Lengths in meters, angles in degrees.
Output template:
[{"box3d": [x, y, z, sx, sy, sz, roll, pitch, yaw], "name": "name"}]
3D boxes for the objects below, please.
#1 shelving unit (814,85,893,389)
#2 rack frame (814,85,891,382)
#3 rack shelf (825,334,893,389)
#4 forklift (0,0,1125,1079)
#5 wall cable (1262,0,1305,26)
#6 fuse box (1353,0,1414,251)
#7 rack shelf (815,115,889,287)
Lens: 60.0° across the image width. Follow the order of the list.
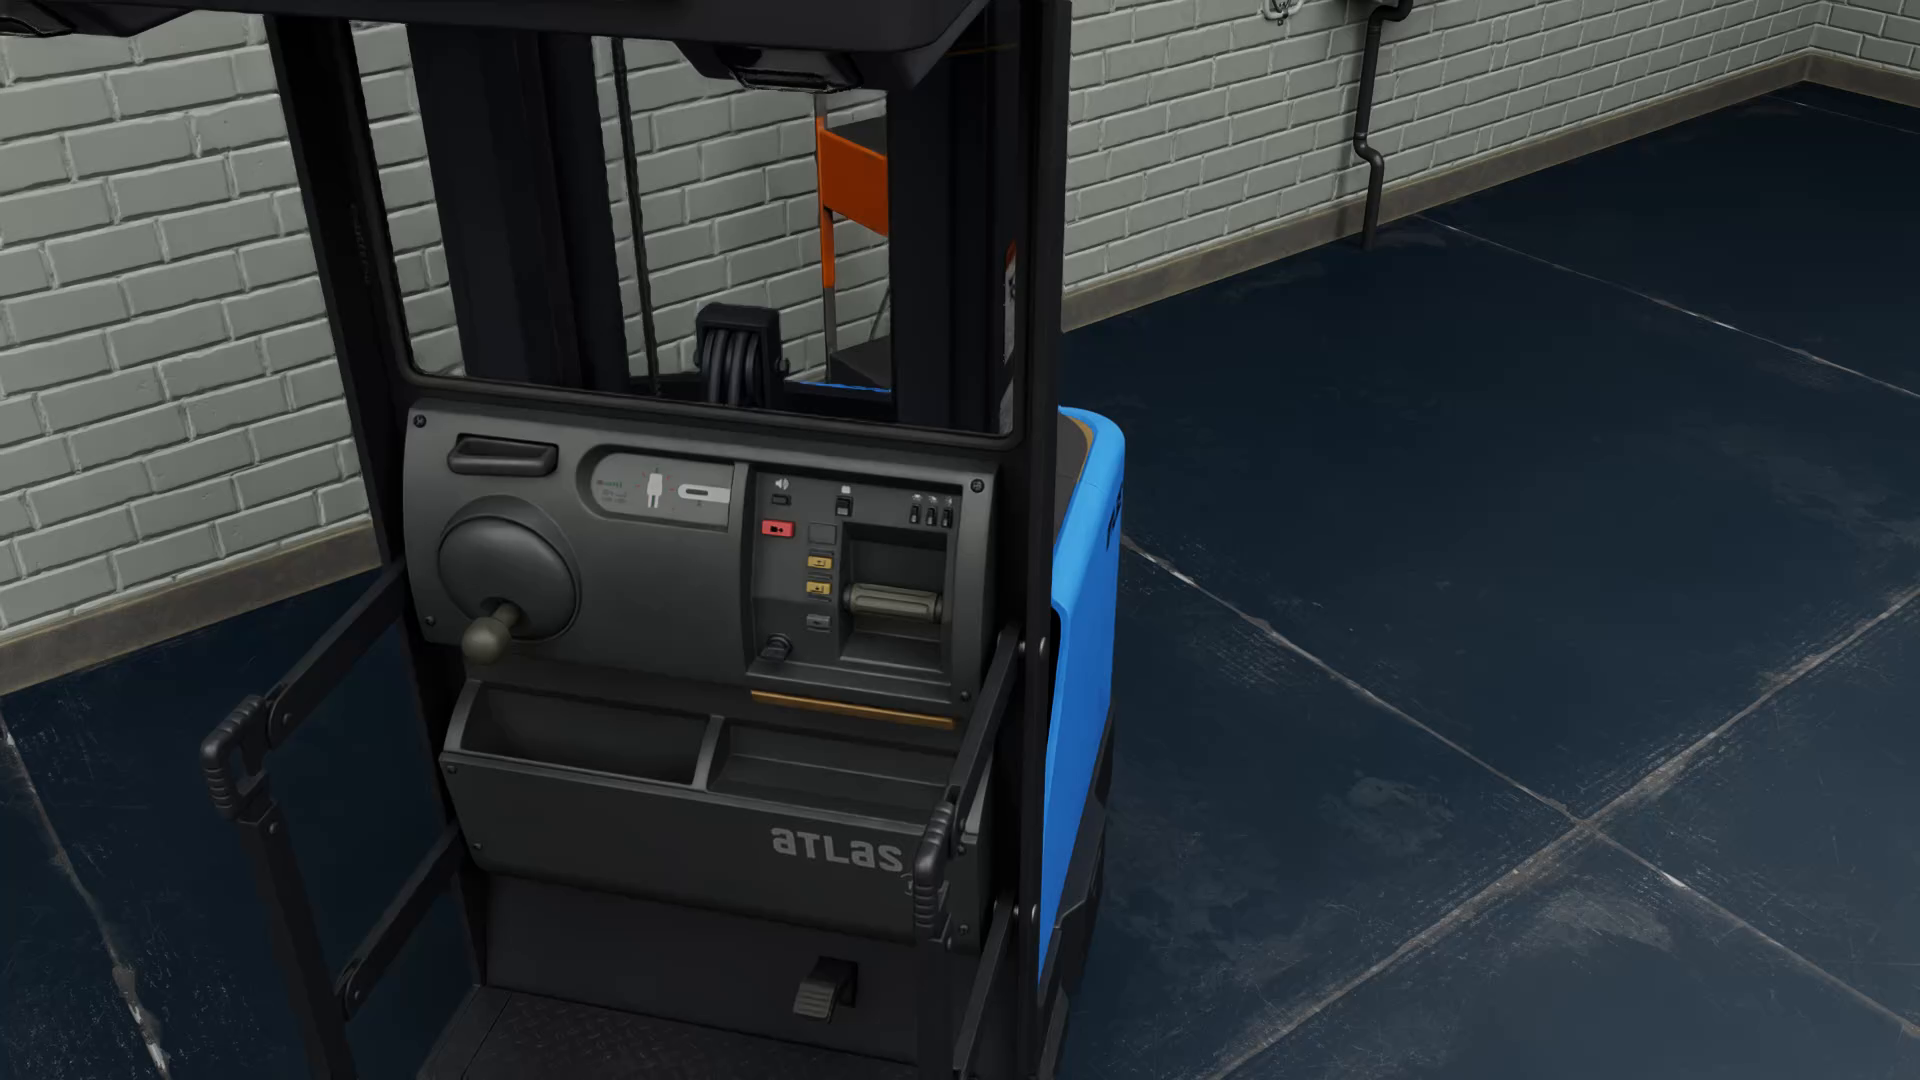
[{"box3d": [-0.101, -0.961, 4.807, 0.431, 2.100, 0.503, -22, 38, -31], "name": "shelving unit"}, {"box3d": [-0.251, -1.063, 4.971, 0.400, 2.100, 0.015, -22, 38, -31], "name": "rack frame"}, {"box3d": [-0.101, -0.355, 5.184, 0.431, 0.518, 0.480, -22, 38, -31], "name": "rack shelf"}, {"box3d": [-0.456, 0.081, 2.342, 1.130, 2.935, 3.031, 7, 33, 11], "name": "forklift"}, {"box3d": [1.191, -2.828, 5.998, 0.588, 1.984, 0.122, -22, 38, -31], "name": "wall cable"}, {"box3d": [1.826, -2.004, 6.856, 0.539, 1.711, 0.414, -22, 38, -31], "name": "fuse box"}, {"box3d": [-0.101, -0.949, 4.814, 0.431, 0.518, 0.480, -22, 38, -31], "name": "rack shelf"}]
